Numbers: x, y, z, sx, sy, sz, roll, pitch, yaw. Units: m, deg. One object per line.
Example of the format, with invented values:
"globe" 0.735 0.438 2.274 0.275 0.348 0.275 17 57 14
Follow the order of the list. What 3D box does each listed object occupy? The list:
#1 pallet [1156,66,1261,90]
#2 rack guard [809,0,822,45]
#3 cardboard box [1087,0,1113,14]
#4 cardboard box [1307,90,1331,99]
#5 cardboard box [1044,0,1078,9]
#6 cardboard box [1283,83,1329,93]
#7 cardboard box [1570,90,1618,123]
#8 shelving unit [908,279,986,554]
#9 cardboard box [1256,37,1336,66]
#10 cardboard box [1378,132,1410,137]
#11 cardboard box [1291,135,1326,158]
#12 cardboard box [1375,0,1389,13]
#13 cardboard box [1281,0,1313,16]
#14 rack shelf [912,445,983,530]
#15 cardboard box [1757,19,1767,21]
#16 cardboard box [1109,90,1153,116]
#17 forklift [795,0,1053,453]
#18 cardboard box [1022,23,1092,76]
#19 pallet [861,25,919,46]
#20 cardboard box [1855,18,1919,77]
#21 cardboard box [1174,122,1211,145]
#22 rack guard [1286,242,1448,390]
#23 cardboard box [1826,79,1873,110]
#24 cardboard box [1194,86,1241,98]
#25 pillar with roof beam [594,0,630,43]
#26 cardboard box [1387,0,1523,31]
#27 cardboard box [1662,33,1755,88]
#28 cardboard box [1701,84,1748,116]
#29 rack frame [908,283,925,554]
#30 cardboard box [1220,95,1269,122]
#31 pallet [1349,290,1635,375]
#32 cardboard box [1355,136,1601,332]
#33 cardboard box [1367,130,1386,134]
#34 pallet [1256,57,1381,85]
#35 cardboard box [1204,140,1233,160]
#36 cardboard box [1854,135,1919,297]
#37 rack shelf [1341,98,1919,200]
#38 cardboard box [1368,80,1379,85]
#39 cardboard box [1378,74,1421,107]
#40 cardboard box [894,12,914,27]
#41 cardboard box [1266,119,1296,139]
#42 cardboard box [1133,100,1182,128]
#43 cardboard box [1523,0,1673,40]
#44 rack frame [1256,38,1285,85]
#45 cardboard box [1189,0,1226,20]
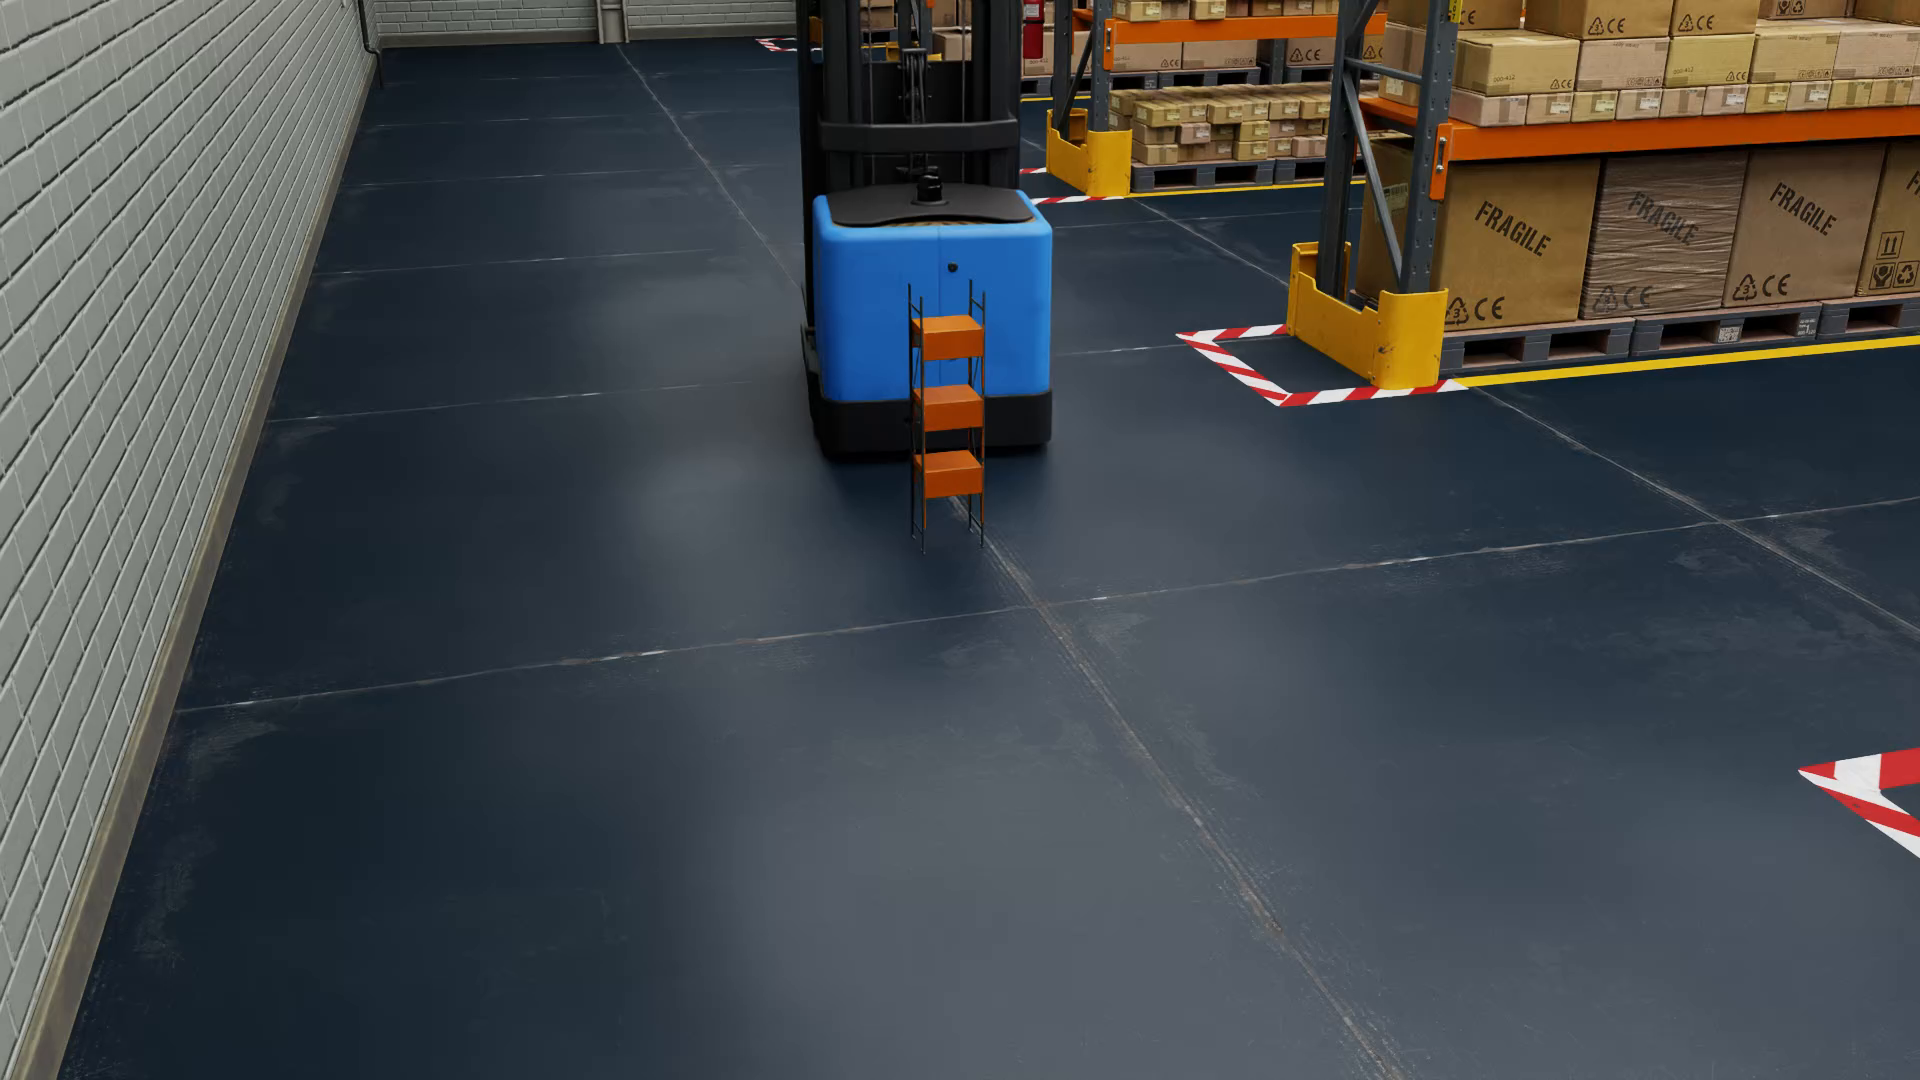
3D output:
"pallet" 2.619 -5.240 18.695 1.213 0.211 1.003 -6 24 -14
"rack guard" -1.750 -6.890 22.175 0.348 0.500 1.175 -6 24 -14
"cardboard box" 1.193 -4.305 13.298 0.250 0.149 0.380 -6 24 -14
"cardboard box" 3.030 -3.572 13.600 0.250 0.149 0.380 -6 24 -14
"cardboard box" 1.328 -7.434 23.148 0.500 0.311 0.500 -5 24 -12
"cardboard box" 2.908 -3.746 14.004 0.250 0.149 0.380 -6 24 -14
"cardboard box" 3.122 -2.237 8.478 0.250 0.149 0.380 -7 24 -16
"shelving unit" -0.052 -0.477 6.530 0.252 1.050 0.215 -6 24 -14
"cardboard box" 3.948 -5.886 18.826 0.875 0.875 0.875 -6 24 -13
"cardboard box" 3.525 -3.306 13.733 0.250 0.149 0.380 -6 24 -14
"cardboard box" 2.773 -3.226 13.547 0.250 0.149 0.380 -8 24 -17
"cardboard box" 3.335 -4.330 13.356 0.250 0.149 0.380 -7 24 -15
"cardboard box" 2.589 -4.239 13.144 0.250 0.149 0.380 -7 24 -15
"rack shelf" -0.052 -0.212 6.643 0.240 0.259 0.215 -6 24 -14
"cardboard box" 4.072 -2.770 9.214 0.500 0.250 0.500 -6 24 -14
"cardboard box" 1.397 -3.587 13.635 0.250 0.149 0.380 -6 24 -14
"forklift" -0.276 -2.286 8.360 1.130 2.935 3.031 -3 23 -7
"cardboard box" 1.009 -5.371 18.181 0.875 0.438 0.875 -6 24 -13
"pallet" -0.983 -6.843 22.430 1.213 0.211 1.003 -6 24 -14
"cardboard box" 5.198 -2.676 8.995 0.500 0.250 0.500 -6 24 -13
"cardboard box" 1.808 -3.264 13.259 0.250 0.149 0.380 -6 24 -15
"rack guard" 2.175 -1.233 8.990 0.348 0.500 1.175 -6 24 -14
"cardboard box" 4.607 -2.401 8.861 0.250 0.149 0.380 -7 24 -15
"cardboard box" 2.136 -3.672 13.831 0.250 0.149 0.380 -7 24 -16
"pillar with roof beam" -3.500 -9.209 16.799 0.400 9.000 9.100 -6 24 -14
"cardboard box" 2.596 -2.949 8.680 0.500 0.500 0.500 -6 24 -14
"cardboard box" 3.717 -2.511 8.611 0.500 0.250 0.500 -7 24 -16
"cardboard box" 3.866 -2.320 8.670 0.250 0.149 0.380 -7 24 -15
"rack frame" -0.169 -0.464 6.499 0.008 1.050 0.200 -6 24 -14
"cardboard box" 2.278 -3.473 13.367 0.250 0.149 0.380 -8 24 -17
"pallet" 2.947 -1.218 9.321 1.213 0.211 1.003 -6 24 -14
"cardboard box" 2.793 -1.700 9.069 0.875 0.875 0.875 -6 24 -14
"cardboard box" 3.308 -3.456 13.706 0.250 0.149 0.380 -7 24 -17
"pallet" 4.095 -5.402 19.073 1.213 0.211 1.003 -6 24 -14
"cardboard box" 2.014 -3.184 13.448 0.250 0.149 0.380 -6 24 -14
"cardboard box" 5.392 -1.987 9.739 0.875 0.875 0.875 -6 24 -14
"rack shelf" 4.124 -2.267 9.142 4.000 0.370 1.077 -6 24 -14
"cardboard box" 3.663 -3.814 14.163 0.250 0.149 0.380 -7 24 -16
"cardboard box" 2.452 -2.432 8.933 0.250 0.149 0.380 -6 24 -13
"cardboard box" -0.789 -6.974 22.281 0.250 0.149 0.380 -7 24 -16
"cardboard box" 2.526 -3.374 13.515 0.250 0.149 0.380 -7 24 -17
"cardboard box" 1.552 -3.361 13.108 0.250 0.149 0.380 -7 24 -17
"cardboard box" 3.215 -2.799 8.331 0.500 0.500 0.500 -7 24 -16
"rack frame" 3.372 -6.573 18.265 0.127 3.000 1.000 -6 24 -14
"cardboard box" 1.863 -4.124 12.876 0.250 0.149 0.380 -7 24 -16
